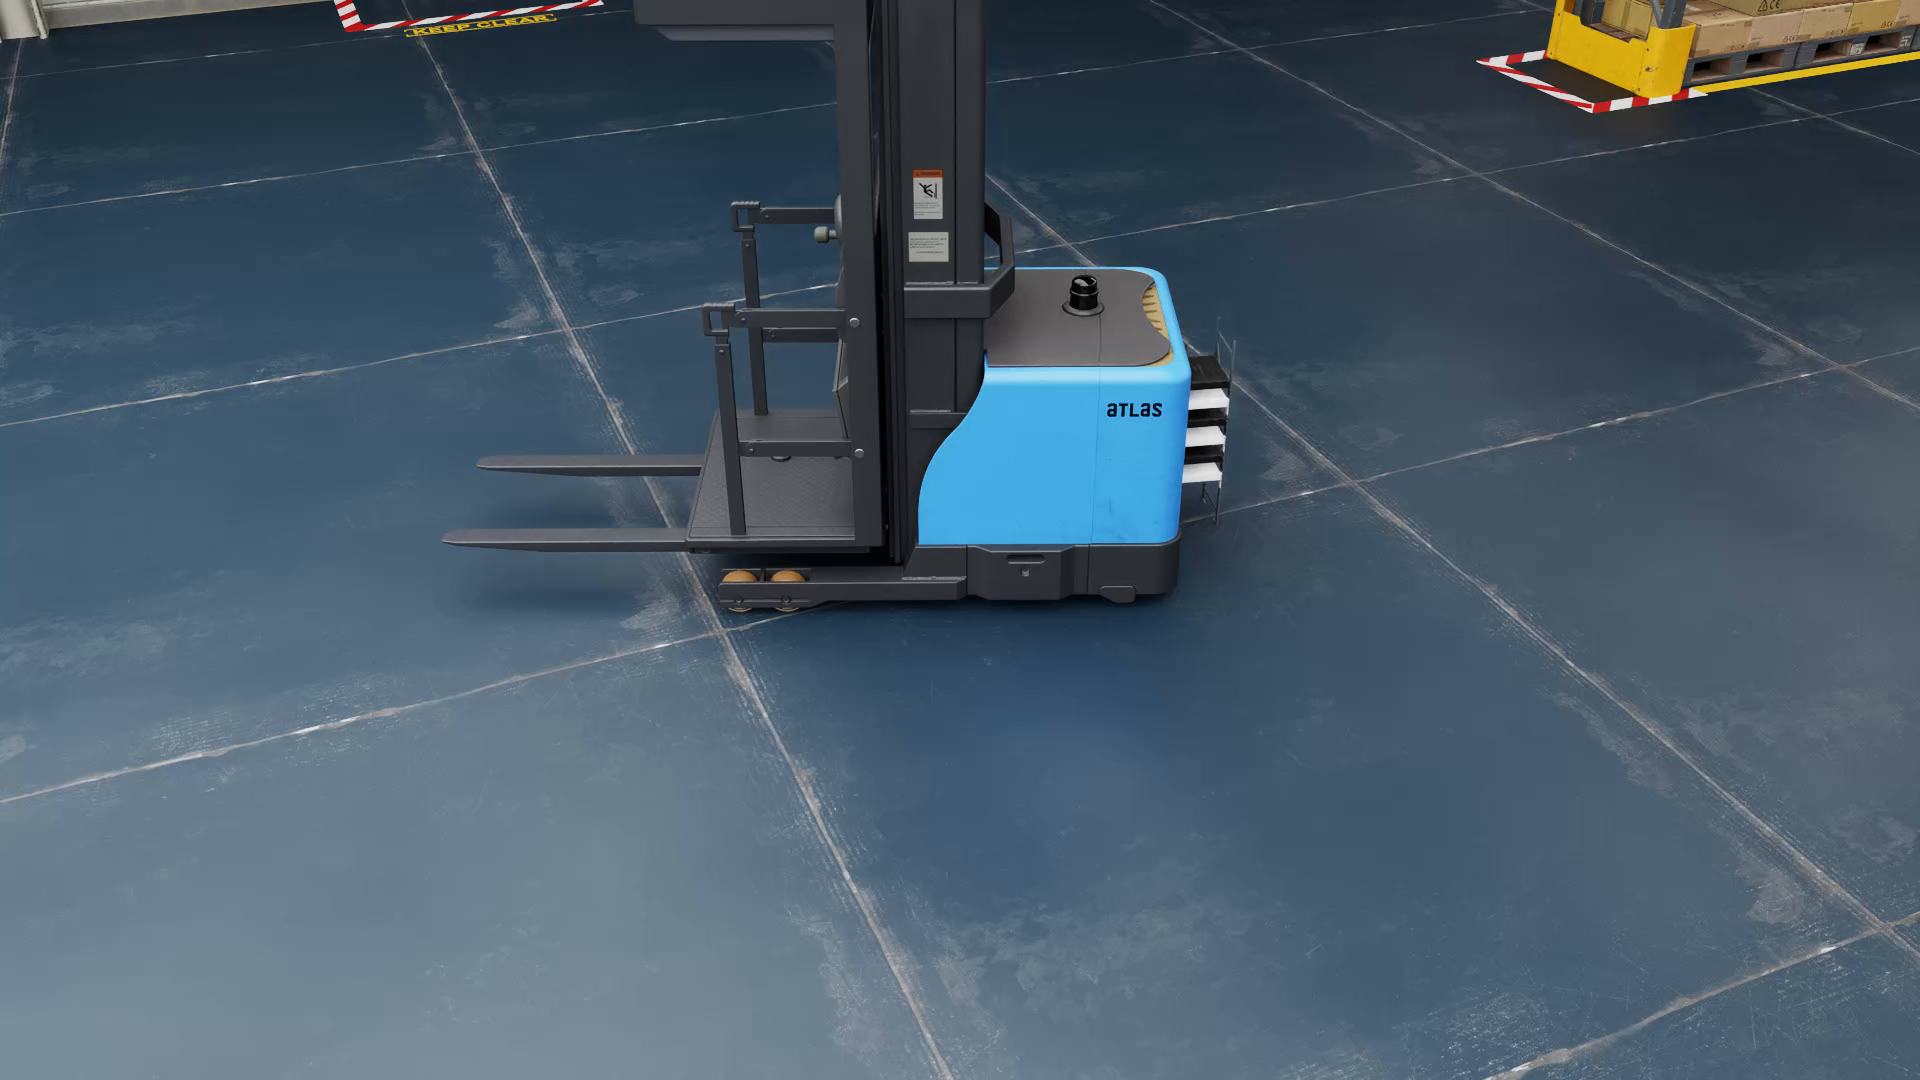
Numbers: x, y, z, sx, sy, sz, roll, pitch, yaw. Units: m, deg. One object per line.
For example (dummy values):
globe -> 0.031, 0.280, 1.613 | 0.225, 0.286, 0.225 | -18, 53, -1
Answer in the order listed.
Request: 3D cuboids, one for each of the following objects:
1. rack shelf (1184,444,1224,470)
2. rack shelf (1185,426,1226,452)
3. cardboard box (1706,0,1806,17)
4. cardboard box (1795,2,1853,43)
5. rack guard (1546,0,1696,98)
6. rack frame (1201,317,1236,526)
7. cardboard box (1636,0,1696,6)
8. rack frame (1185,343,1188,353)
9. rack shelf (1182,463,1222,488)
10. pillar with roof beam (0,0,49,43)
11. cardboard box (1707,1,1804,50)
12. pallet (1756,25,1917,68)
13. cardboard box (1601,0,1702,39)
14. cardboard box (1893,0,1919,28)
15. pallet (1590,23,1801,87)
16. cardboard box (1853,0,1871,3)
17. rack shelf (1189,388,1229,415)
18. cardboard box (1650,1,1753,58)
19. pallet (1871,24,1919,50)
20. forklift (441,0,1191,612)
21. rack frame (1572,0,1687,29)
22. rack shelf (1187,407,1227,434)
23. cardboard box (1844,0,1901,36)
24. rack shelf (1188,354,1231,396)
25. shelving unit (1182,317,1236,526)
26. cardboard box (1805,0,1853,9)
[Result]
rack shelf -> 1.016, -0.393, 7.255 | 0.200, 0.077, 0.258 | -5, 33, -7
rack shelf -> 1.016, -0.469, 7.206 | 0.200, 0.077, 0.258 | -5, 33, -7
cardboard box -> 6.053, -4.285, 12.533 | 0.500, 0.500, 0.500 | -13, 35, -19
cardboard box -> 6.514, -4.077, 12.901 | 0.500, 0.250, 0.500 | -13, 35, -19
rack guard -> 4.990, -3.786, 12.611 | 0.348, 0.500, 1.175 | -13, 35, -19
rack frame -> 1.116, -0.505, 7.201 | 0.006, 0.900, 0.240 | -5, 33, -7
cardboard box -> 5.392, -4.440, 12.771 | 0.500, 0.500, 0.500 | -13, 35, -19
rack frame -> 0.915, -0.488, 7.175 | 0.006, 0.900, 0.240 | -5, 33, -7
rack shelf -> 1.016, -0.318, 7.304 | 0.200, 0.077, 0.258 | -5, 33, -7
pillar with roof beam -> -5.996, -5.728, 7.802 | 0.400, 9.000, 9.100 | -13, 35, -19
cardboard box -> 6.053, -3.971, 12.739 | 0.500, 0.250, 0.500 | -13, 35, -19
pallet -> 6.824, -4.108, 13.370 | 1.213, 0.211, 1.003 | -13, 35, -19
cardboard box -> 5.392, -4.124, 12.974 | 0.500, 0.250, 0.500 | -13, 35, -19
cardboard box -> 7.437, -4.286, 13.222 | 0.500, 0.250, 0.500 | -13, 35, -19
pallet -> 5.701, -3.853, 12.978 | 1.213, 0.211, 1.003 | -13, 35, -19
cardboard box -> 6.977, -4.493, 12.854 | 0.500, 0.500, 0.500 | -13, 35, -19
rack shelf -> 1.016, -0.619, 7.108 | 0.200, 0.077, 0.258 | -5, 33, -7
cardboard box -> 5.593, -3.864, 12.574 | 0.500, 0.250, 0.500 | -13, 35, -19
pallet -> 7.951, -4.368, 13.769 | 1.213, 0.211, 1.003 | -13, 35, -19
forklift -> -0.623, -1.226, 6.446 | 3.031, 2.935, 1.130 | 0, 33, 0
rack frame -> 5.012, -4.839, 11.937 | 0.127, 3.000, 1.000 | -13, 35, -19
rack shelf -> 1.016, -0.544, 7.157 | 0.200, 0.077, 0.258 | -5, 33, -7
cardboard box -> 6.977, -4.180, 13.060 | 0.500, 0.250, 0.500 | -13, 35, -19
rack shelf -> 1.016, -0.695, 7.059 | 0.200, 0.077, 0.258 | -5, 33, -7
shelving unit -> 1.016, -0.496, 7.188 | 0.210, 0.900, 0.258 | -5, 33, -7
cardboard box -> 6.509, -4.397, 12.705 | 0.500, 0.500, 0.500 | -13, 35, -19
